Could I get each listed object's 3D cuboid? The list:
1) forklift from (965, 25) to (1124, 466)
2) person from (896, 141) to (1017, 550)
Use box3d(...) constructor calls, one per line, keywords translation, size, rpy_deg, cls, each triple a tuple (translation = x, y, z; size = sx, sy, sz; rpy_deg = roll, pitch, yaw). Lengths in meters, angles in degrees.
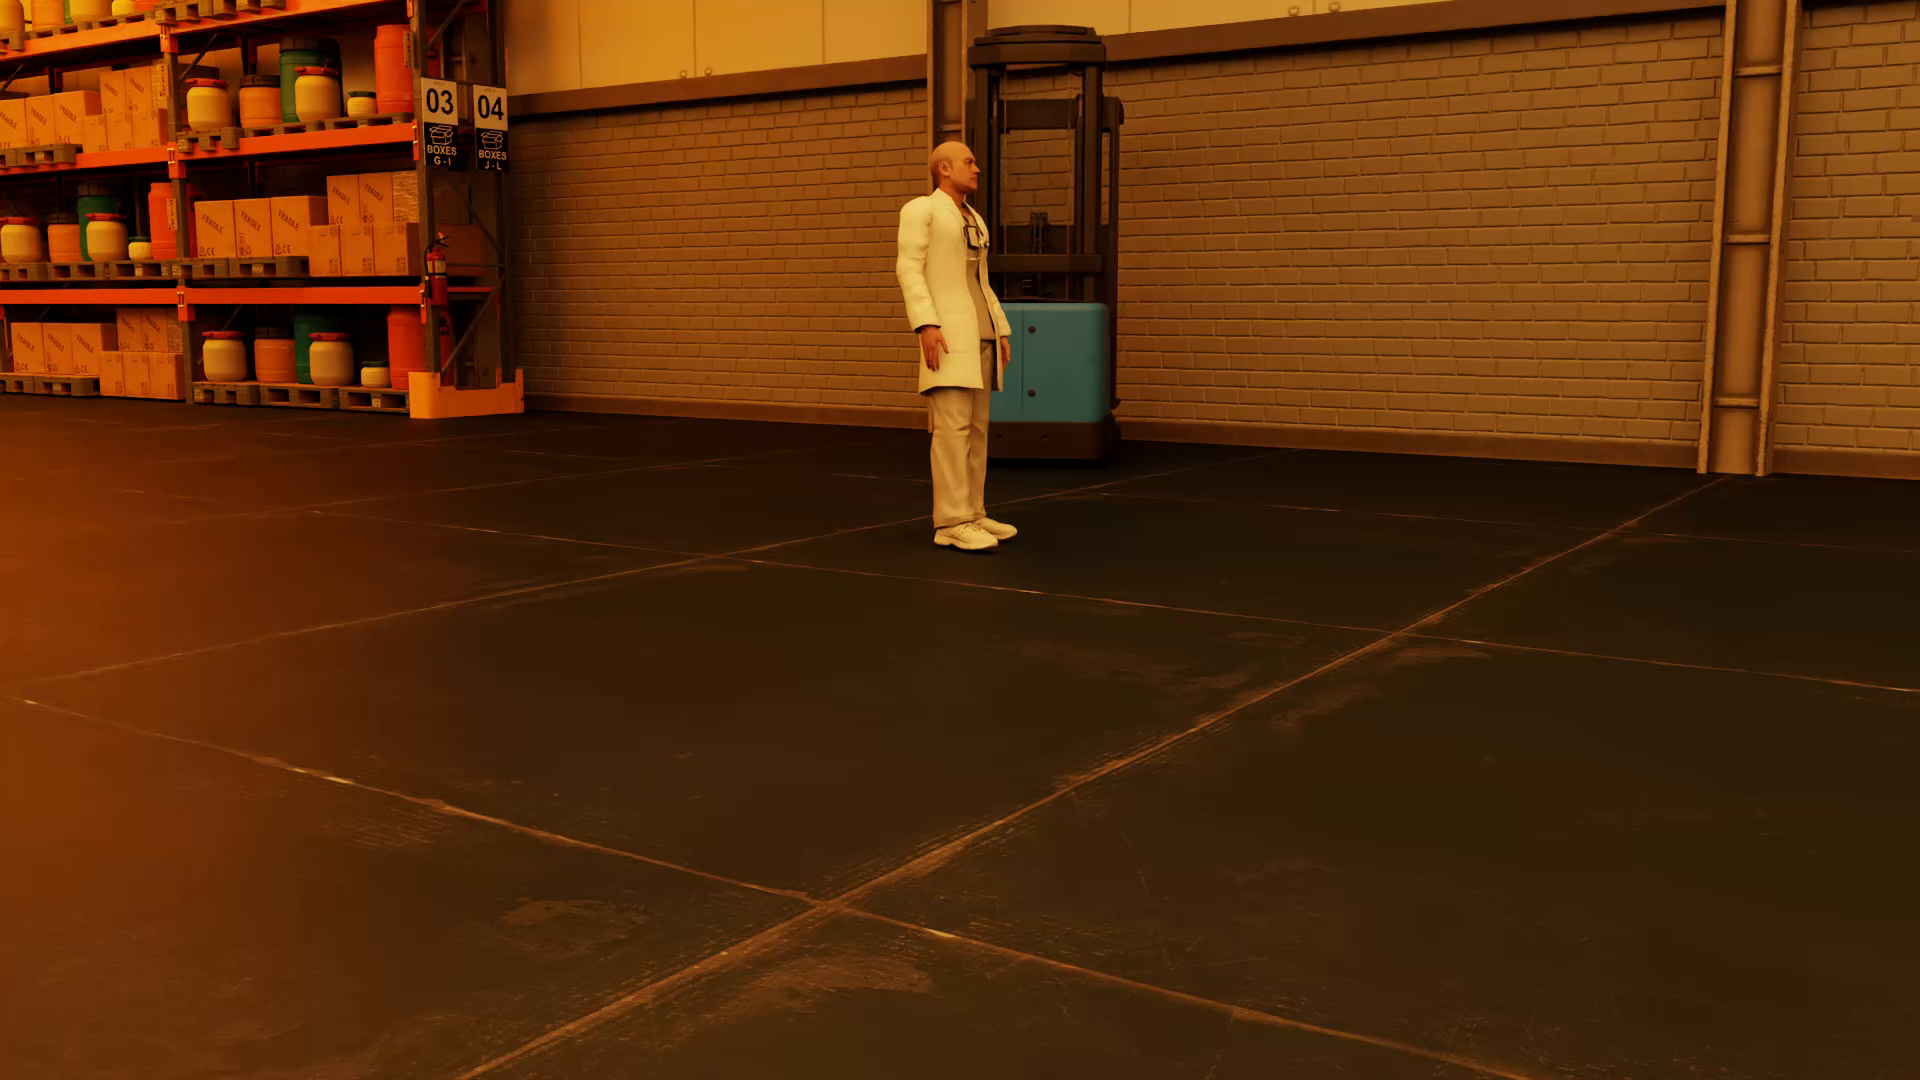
box3d(translation=(0.614, -2.117, 12.079), size=(1.130, 2.935, 3.031), rpy_deg=(1, 8, 8), cls="forklift")
box3d(translation=(0.074, -0.880, 7.424), size=(0.578, 1.778, 0.698), rpy_deg=(5, 10, 34), cls="person")
